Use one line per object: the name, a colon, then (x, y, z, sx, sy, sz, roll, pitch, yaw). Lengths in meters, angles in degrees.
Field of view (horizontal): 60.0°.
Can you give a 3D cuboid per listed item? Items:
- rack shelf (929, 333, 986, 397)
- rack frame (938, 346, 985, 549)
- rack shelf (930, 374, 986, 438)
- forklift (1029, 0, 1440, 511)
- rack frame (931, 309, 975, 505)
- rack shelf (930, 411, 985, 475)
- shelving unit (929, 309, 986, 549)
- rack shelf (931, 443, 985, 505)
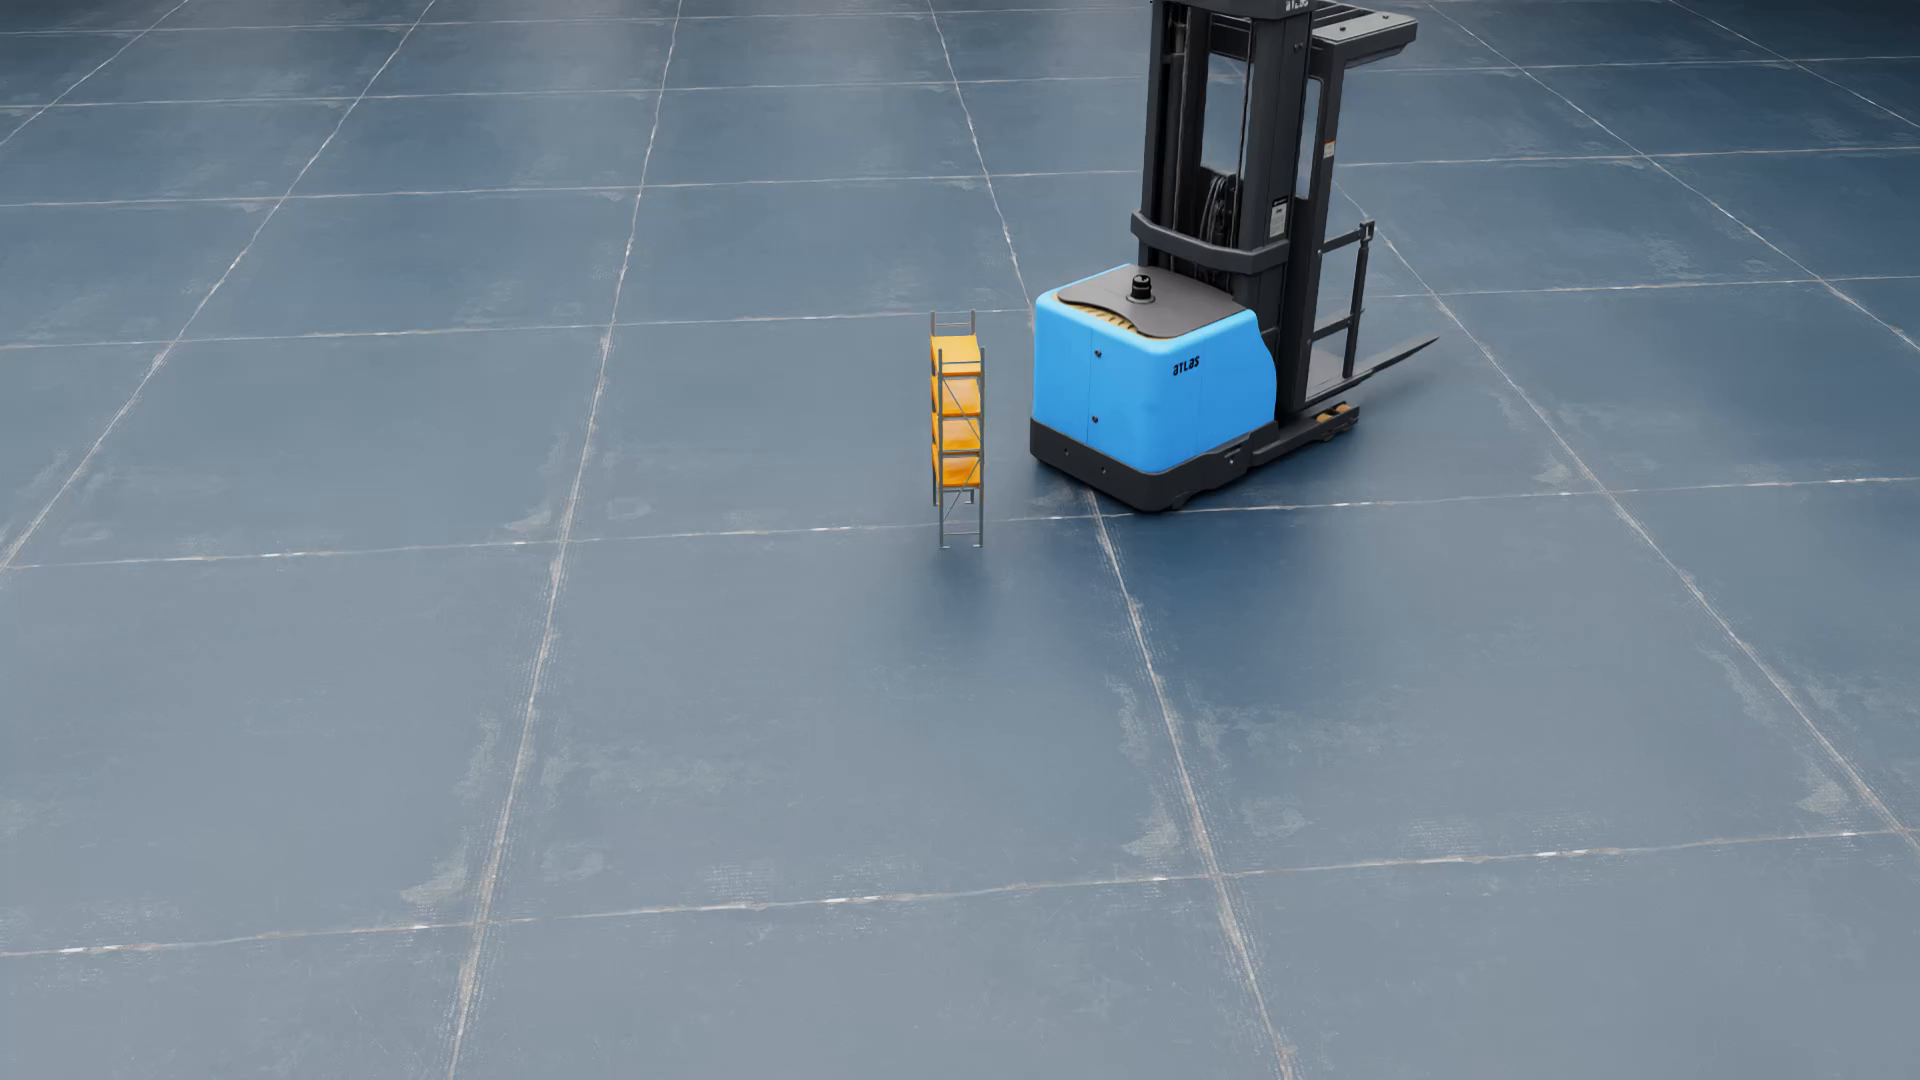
rack shelf: (-0.015, -0.937, 8.882, 0.258, 0.148, 0.480, -3, 31, -5)
rack frame: (0.007, -0.475, 8.875, 0.240, 1.200, 0.015, -3, 31, -5)
rack shelf: (-0.015, -0.734, 9.004, 0.258, 0.148, 0.480, -3, 31, -5)
forklift: (1.855, -2.050, 9.825, 3.031, 2.935, 1.130, -24, 39, -35)
rack frame: (-0.038, -0.724, 9.292, 0.240, 1.200, 0.015, -3, 31, -5)
rack shelf: (-0.015, -0.542, 9.118, 0.258, 0.148, 0.480, -3, 31, -5)
shelving unit: (-0.015, -0.600, 9.084, 0.258, 1.200, 0.503, -3, 31, -5)
rack shelf: (-0.015, -0.371, 9.220, 0.258, 0.148, 0.480, -3, 31, -5)
